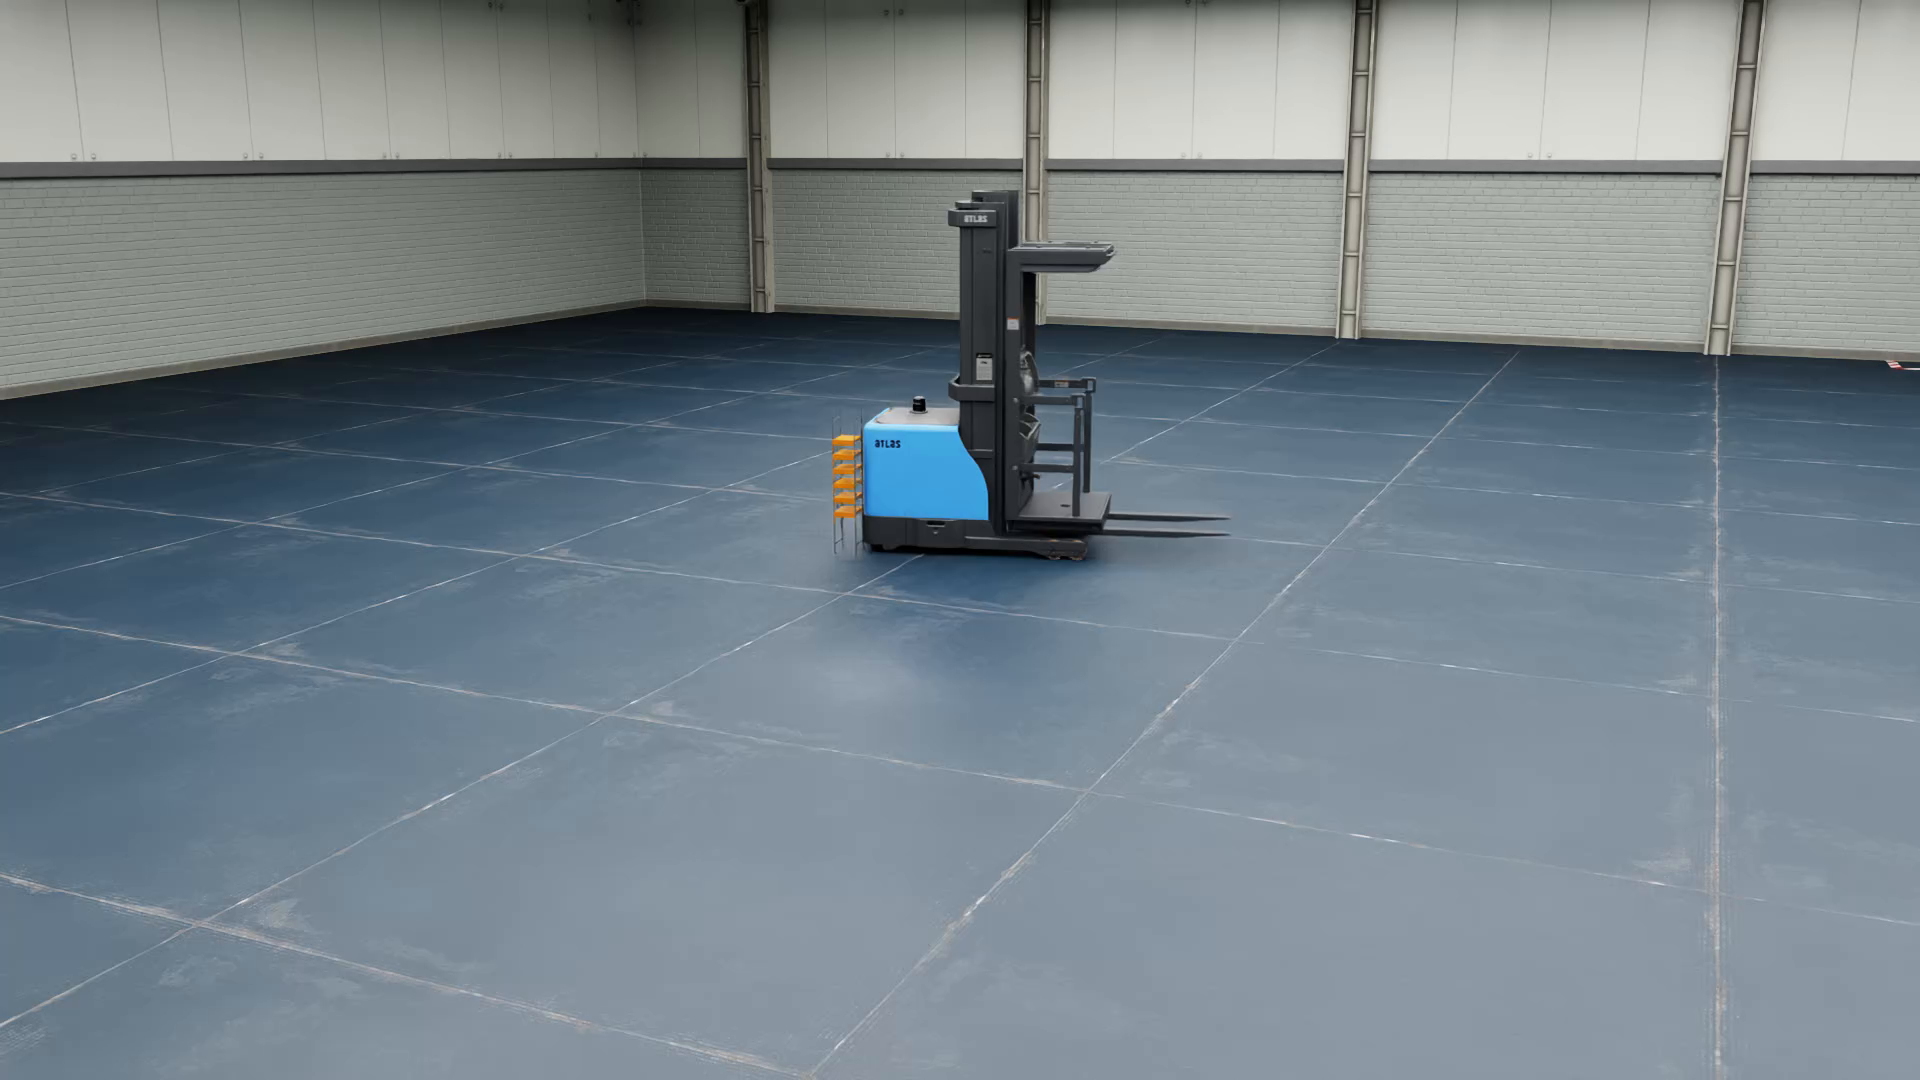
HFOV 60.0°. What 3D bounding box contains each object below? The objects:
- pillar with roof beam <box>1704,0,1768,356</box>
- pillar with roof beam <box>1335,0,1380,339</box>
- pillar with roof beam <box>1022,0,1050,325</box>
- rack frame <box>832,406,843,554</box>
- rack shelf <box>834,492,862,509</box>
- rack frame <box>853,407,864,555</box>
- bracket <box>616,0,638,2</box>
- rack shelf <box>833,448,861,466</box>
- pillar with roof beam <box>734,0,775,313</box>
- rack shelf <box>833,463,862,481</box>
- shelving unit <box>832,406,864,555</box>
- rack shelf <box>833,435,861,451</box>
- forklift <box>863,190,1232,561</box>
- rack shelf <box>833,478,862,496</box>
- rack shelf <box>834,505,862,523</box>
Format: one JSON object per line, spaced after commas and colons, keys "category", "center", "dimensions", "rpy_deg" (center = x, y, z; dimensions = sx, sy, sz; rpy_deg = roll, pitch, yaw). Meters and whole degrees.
{"category": "pillar with roof beam", "center": [10.651, -6.526, 22.370], "dimensions": [0.400, 9.000, 9.100], "rpy_deg": [6, 14, 23]}
{"category": "pillar with roof beam", "center": [5.165, -7.082, 24.736], "dimensions": [0.400, 9.000, 9.100], "rpy_deg": [6, 14, 23]}
{"category": "pillar with roof beam", "center": [-0.321, -7.637, 27.102], "dimensions": [0.400, 9.000, 9.100], "rpy_deg": [6, 14, 23]}
{"category": "rack frame", "center": [-1.012, -0.493, 13.729], "dimensions": [0.006, 1.200, 0.240], "rpy_deg": [3, 14, 12]}
{"category": "rack shelf", "center": [-0.923, -0.328, 13.748], "dimensions": [0.180, 0.103, 0.258], "rpy_deg": [3, 14, 12]}
{"category": "rack frame", "center": [-0.833, -0.484, 13.691], "dimensions": [0.006, 1.200, 0.240], "rpy_deg": [3, 14, 12]}
{"category": "bracket", "center": [-6.753, -11.027, 33.671], "dimensions": [0.430, 0.232, 0.235], "rpy_deg": [6, 14, 23]}
{"category": "rack shelf", "center": [-0.923, -0.679, 13.665], "dimensions": [0.180, 0.103, 0.258], "rpy_deg": [3, 14, 12]}
{"category": "pillar with roof beam", "center": [-5.806, -8.192, 29.468], "dimensions": [0.548, 9.000, 9.100], "rpy_deg": [6, 14, 23]}
{"category": "rack shelf", "center": [-0.923, -0.562, 13.693], "dimensions": [0.180, 0.103, 0.258], "rpy_deg": [3, 14, 12]}
{"category": "shelving unit", "center": [-0.923, -0.488, 13.710], "dimensions": [0.189, 1.200, 0.258], "rpy_deg": [3, 14, 12]}
{"category": "rack shelf", "center": [-0.923, -0.796, 13.638], "dimensions": [0.180, 0.103, 0.258], "rpy_deg": [3, 14, 12]}
{"category": "forklift", "center": [0.760, -1.388, 13.752], "dimensions": [3.031, 2.935, 1.130], "rpy_deg": [2, 13, 9]}
{"category": "rack shelf", "center": [-0.923, -0.445, 13.720], "dimensions": [0.180, 0.103, 0.258], "rpy_deg": [3, 14, 12]}
{"category": "rack shelf", "center": [-0.923, -0.212, 13.775], "dimensions": [0.180, 0.103, 0.258], "rpy_deg": [3, 14, 12]}
